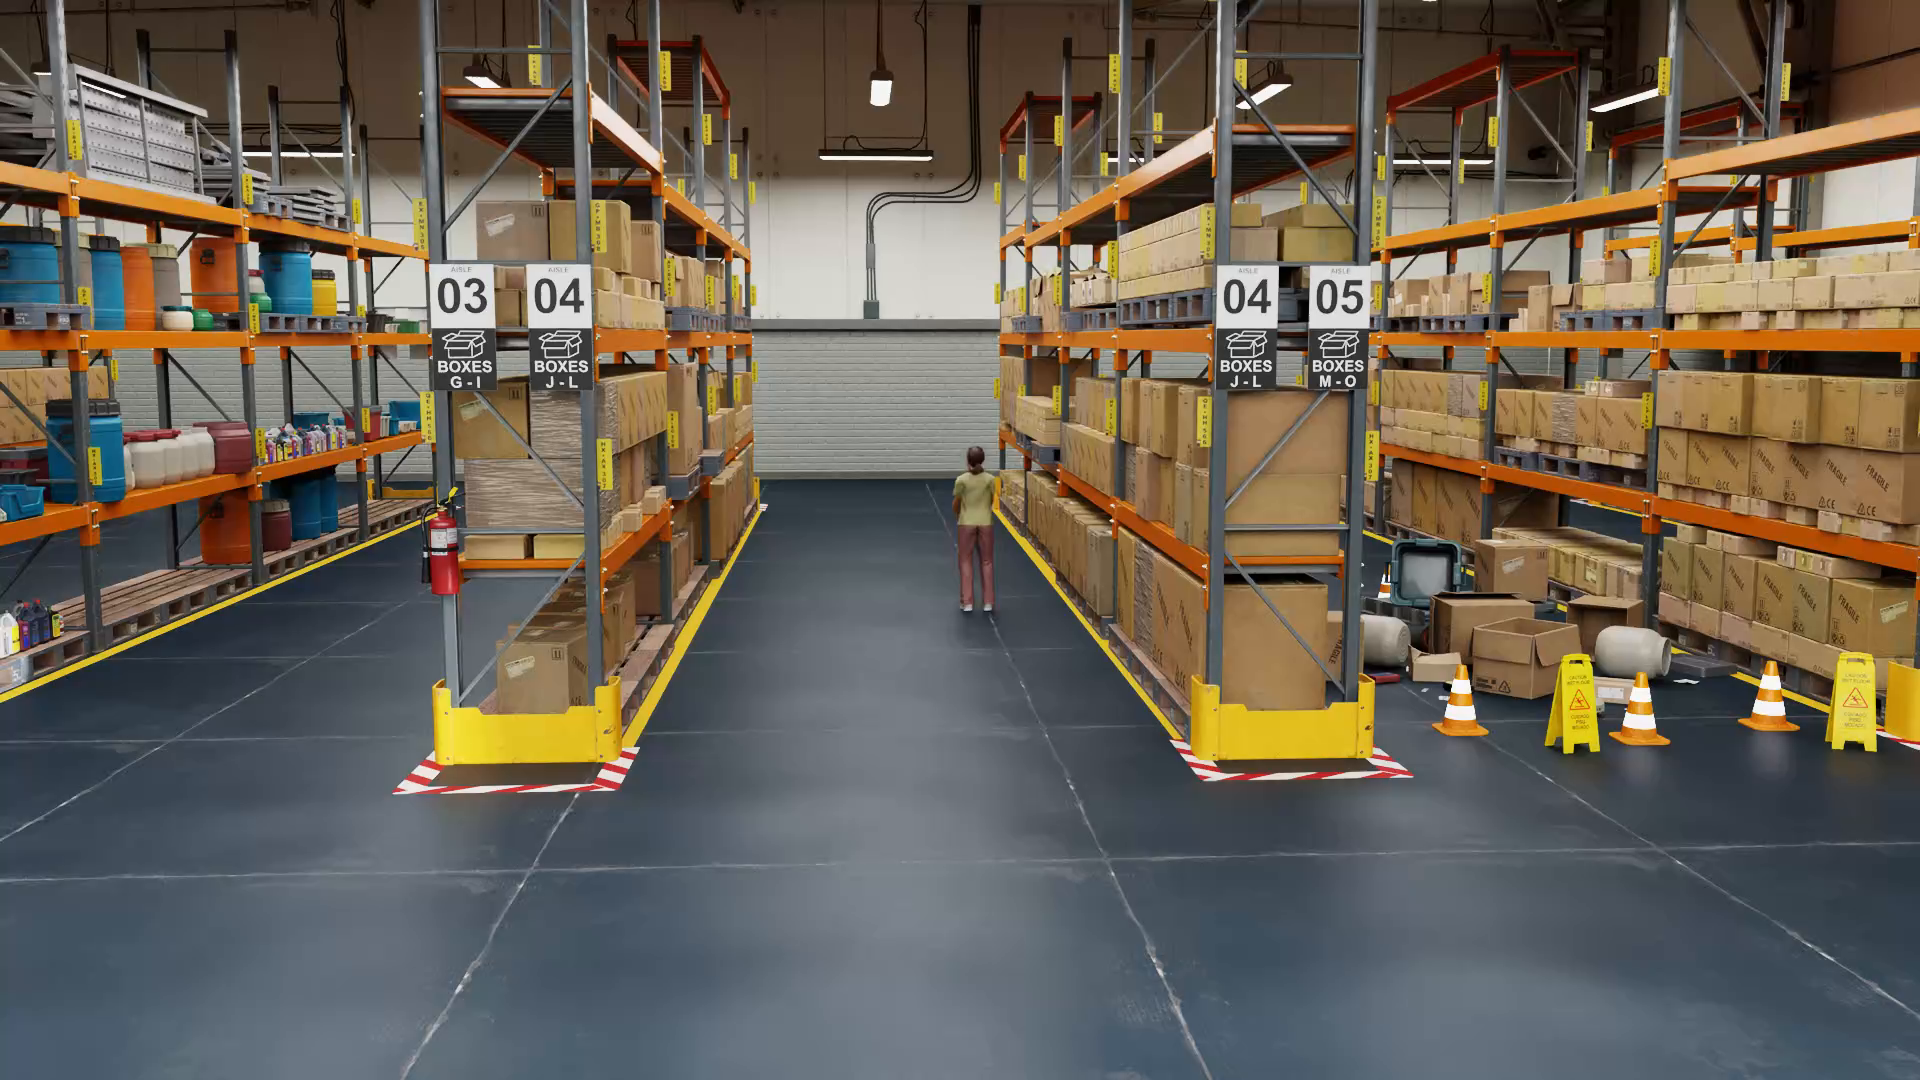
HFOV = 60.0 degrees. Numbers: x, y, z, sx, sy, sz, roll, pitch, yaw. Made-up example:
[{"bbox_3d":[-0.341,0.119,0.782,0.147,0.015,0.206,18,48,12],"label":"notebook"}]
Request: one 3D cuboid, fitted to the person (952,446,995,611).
[{"bbox_3d":[0.131,-0.126,16.797,0.441,1.673,0.543,-1,7,-12],"label":"person"}]
